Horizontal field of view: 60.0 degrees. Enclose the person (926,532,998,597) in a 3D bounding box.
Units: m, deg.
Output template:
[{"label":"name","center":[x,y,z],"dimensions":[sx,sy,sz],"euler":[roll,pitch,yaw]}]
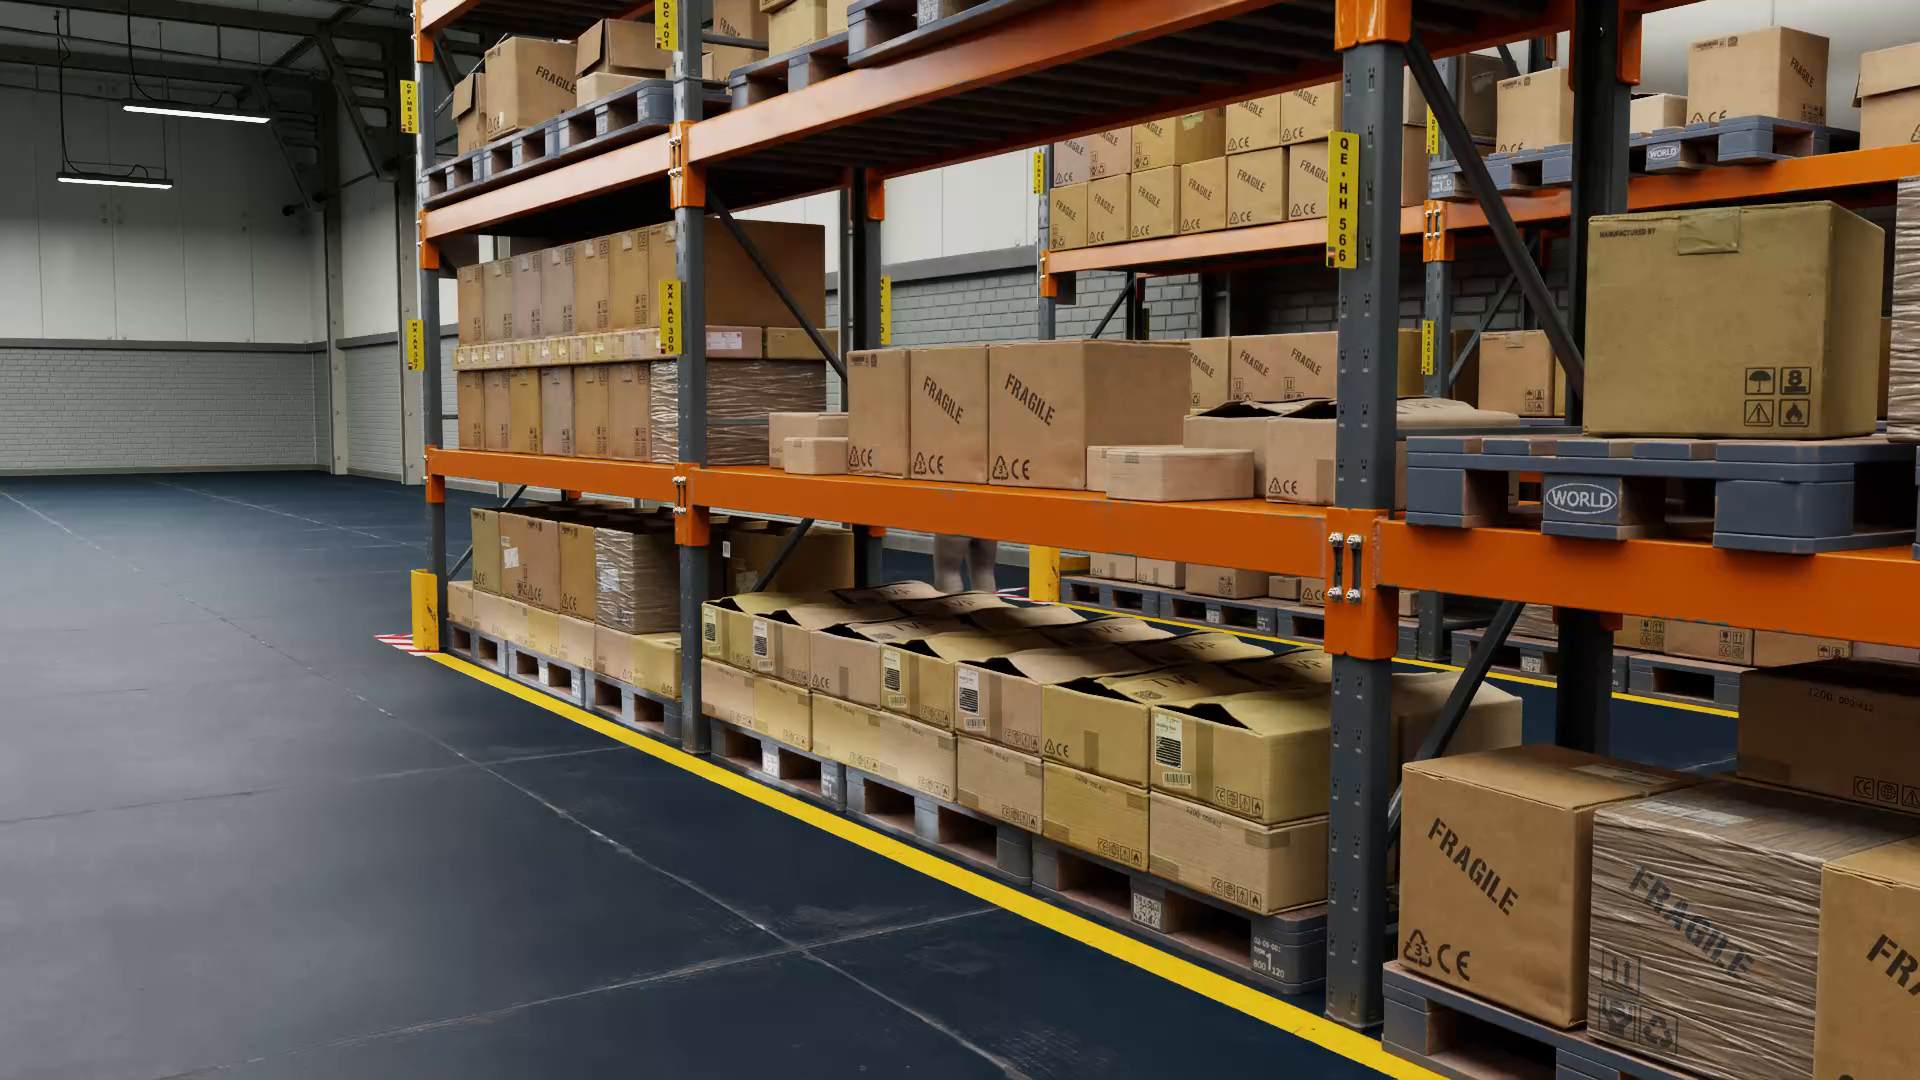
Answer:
[{"label":"person","center":[0.021,-0.154,10.812],"dimensions":[0.605,1.726,0.401],"euler":[-4,6,-37]}]
